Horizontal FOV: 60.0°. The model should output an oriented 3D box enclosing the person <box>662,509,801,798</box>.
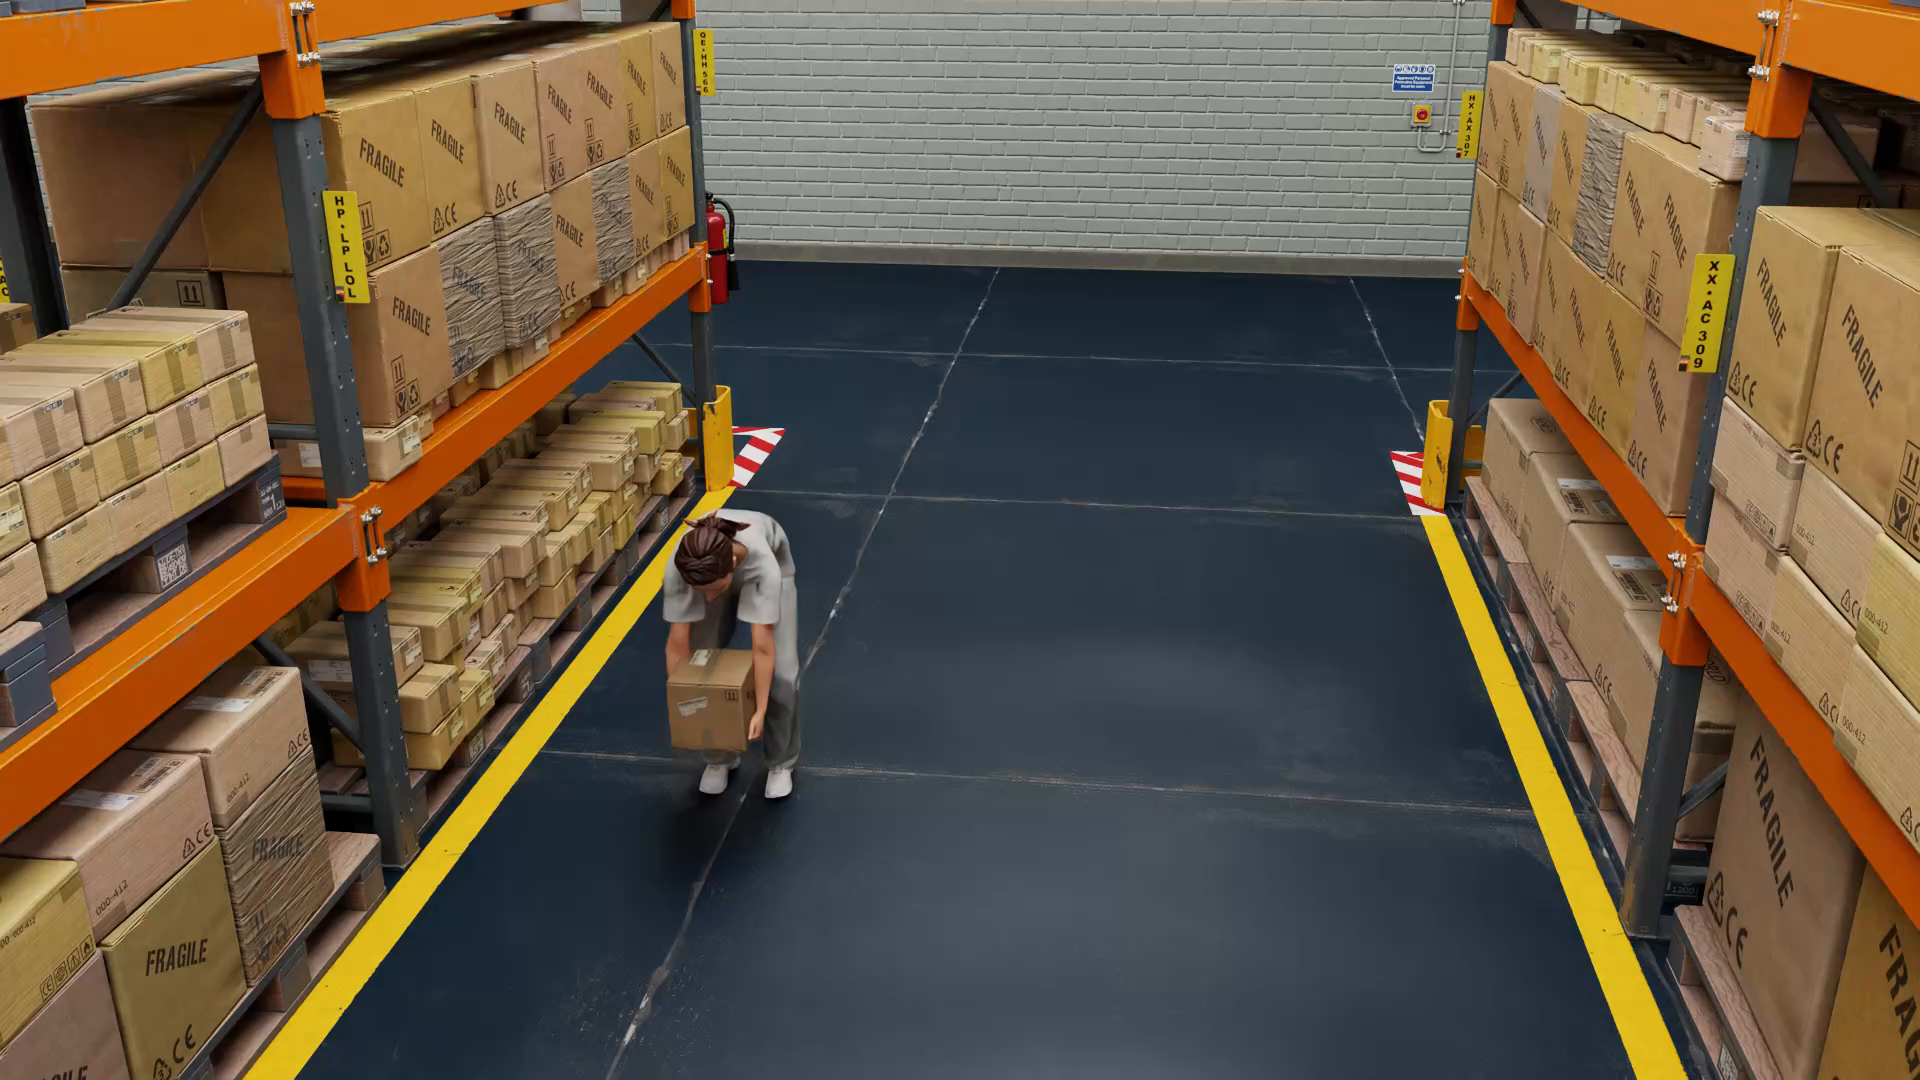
[{"bbox_3d":[-0.789,0.402,5.727,0.437,1.188,0.844,2,21,4],"label":"person"}]
